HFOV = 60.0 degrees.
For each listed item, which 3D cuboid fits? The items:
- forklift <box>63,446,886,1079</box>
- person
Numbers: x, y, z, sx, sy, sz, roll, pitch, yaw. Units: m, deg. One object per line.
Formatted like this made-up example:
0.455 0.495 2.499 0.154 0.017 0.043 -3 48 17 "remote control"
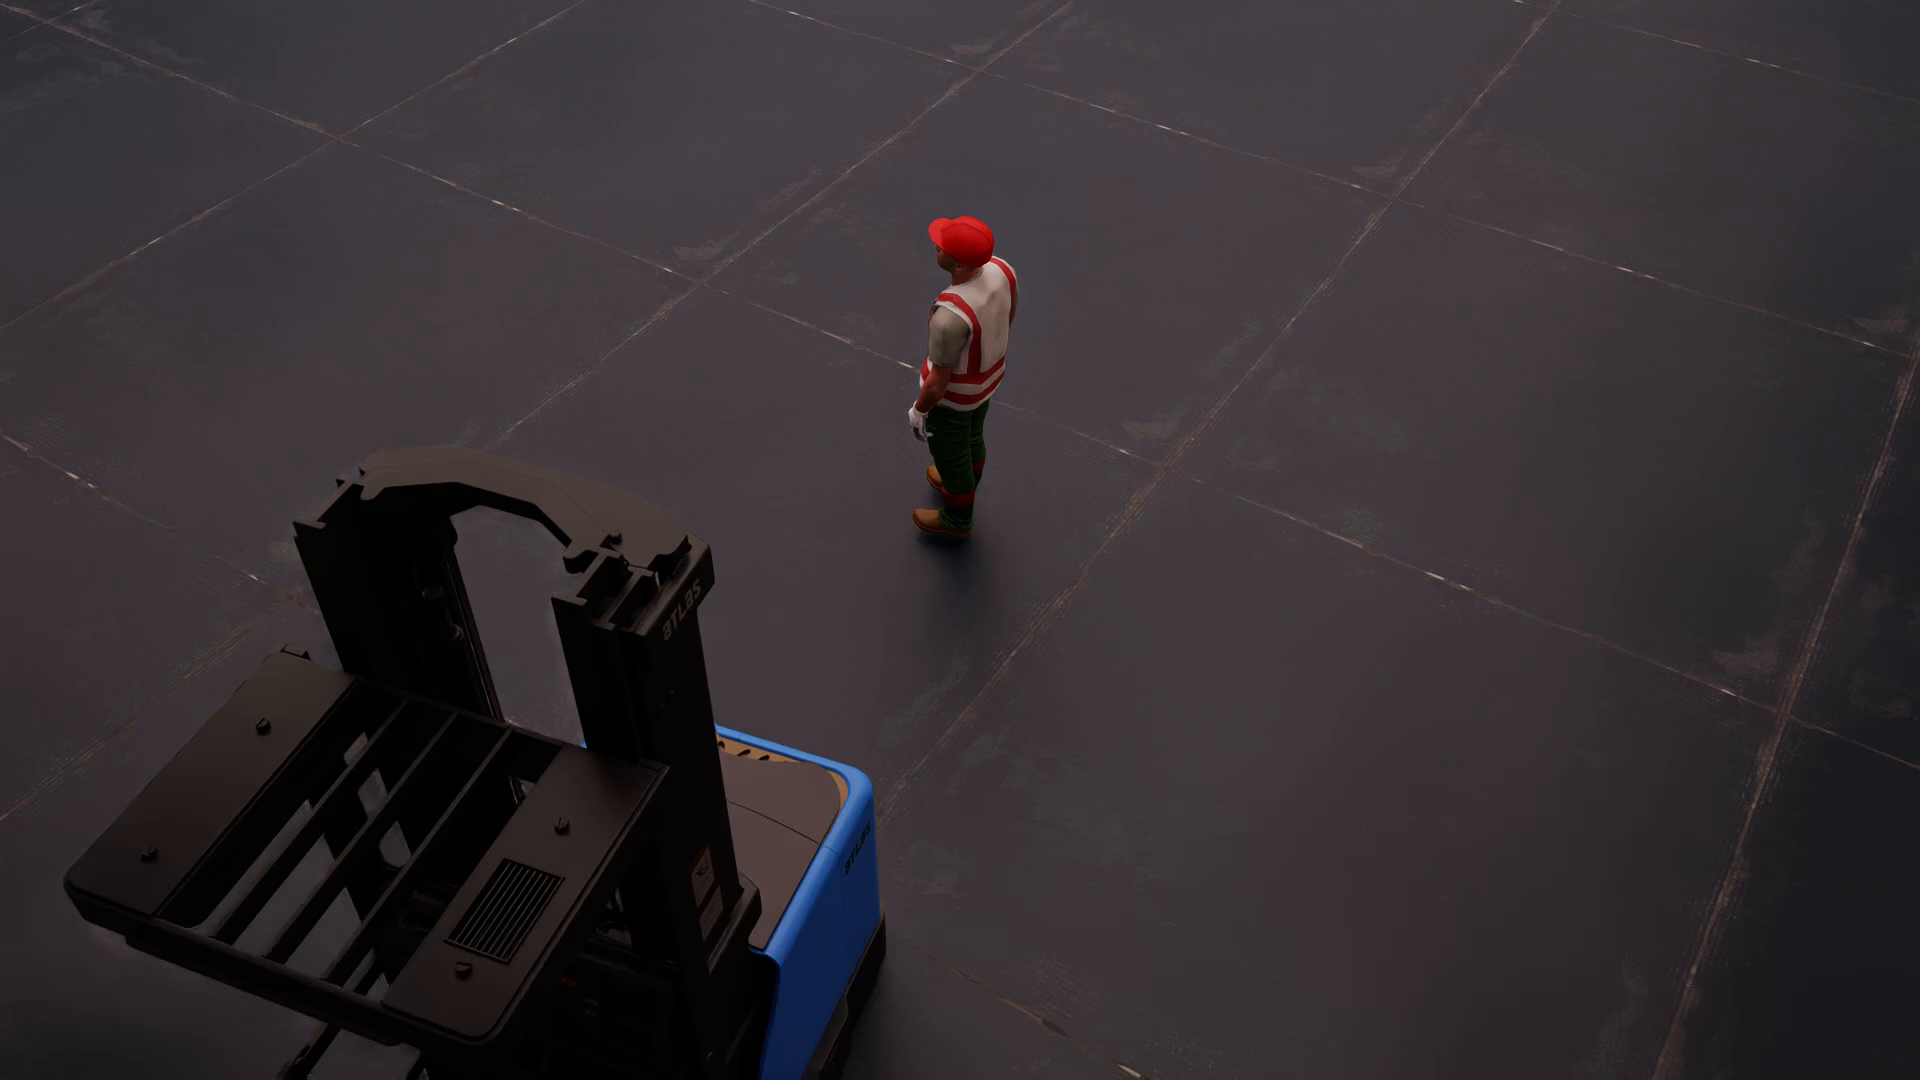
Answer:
-1.279 1.327 4.449 1.130 2.935 3.031 15 45 15 "forklift"
-0.062 -0.719 7.369 0.561 1.789 0.638 24 48 23 "person"
